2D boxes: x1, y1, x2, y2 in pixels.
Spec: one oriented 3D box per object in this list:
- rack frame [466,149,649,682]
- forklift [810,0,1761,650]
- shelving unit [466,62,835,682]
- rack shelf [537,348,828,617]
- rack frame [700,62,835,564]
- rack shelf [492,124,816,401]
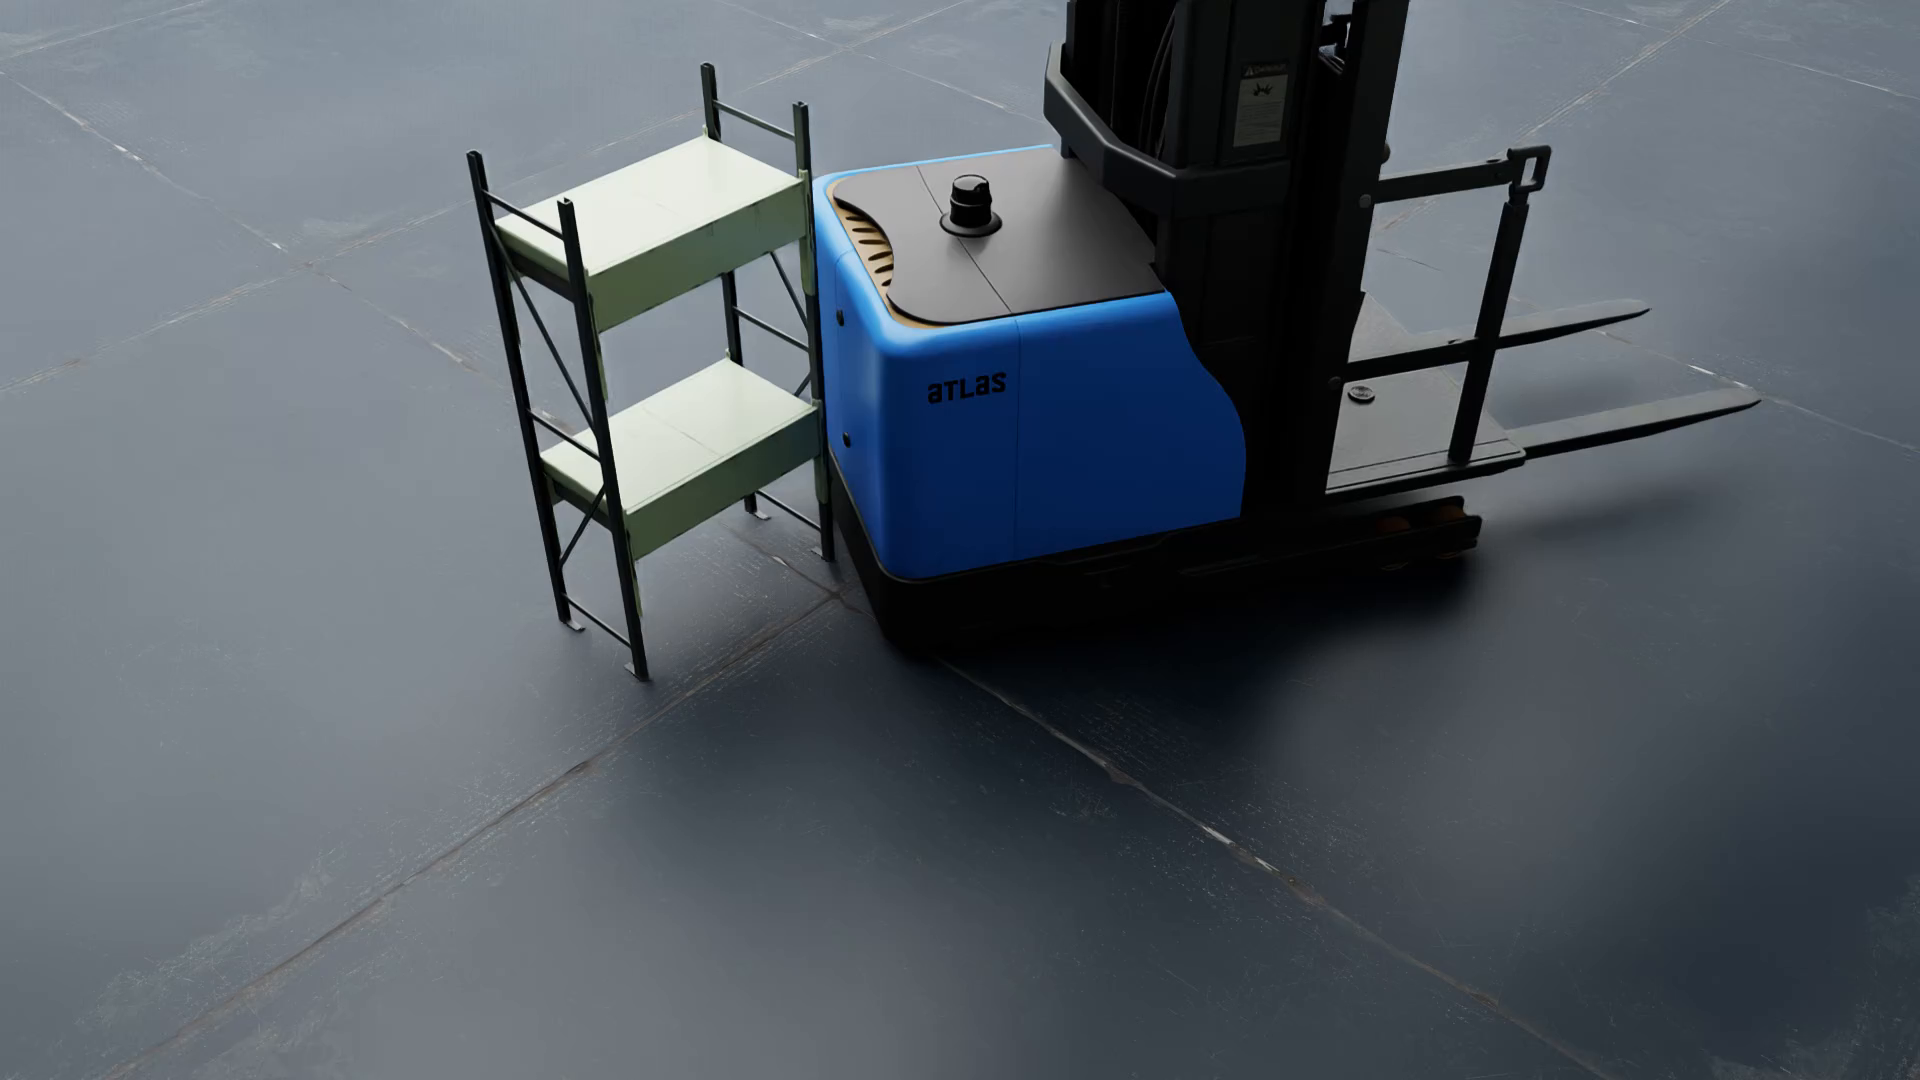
[{"bbox_3d":[-1.041,-0.271,4.385,0.400,1.500,0.023,30,47,32],"label":"rack frame"},{"bbox_3d":[1.097,-1.357,4.601,3.031,2.935,1.130,-11,40,-13],"label":"forklift"},{"bbox_3d":[-0.791,-0.437,4.595,0.431,1.500,0.755,30,47,32],"label":"shelving unit"},{"bbox_3d":[-0.791,-0.182,4.798,0.431,0.370,0.720,30,47,32],"label":"rack shelf"},{"bbox_3d":[-0.541,-0.603,4.804,0.400,1.500,0.023,30,47,32],"label":"rack frame"},{"bbox_3d":[-0.791,-0.743,4.352,0.431,0.370,0.720,30,47,32],"label":"rack shelf"}]
